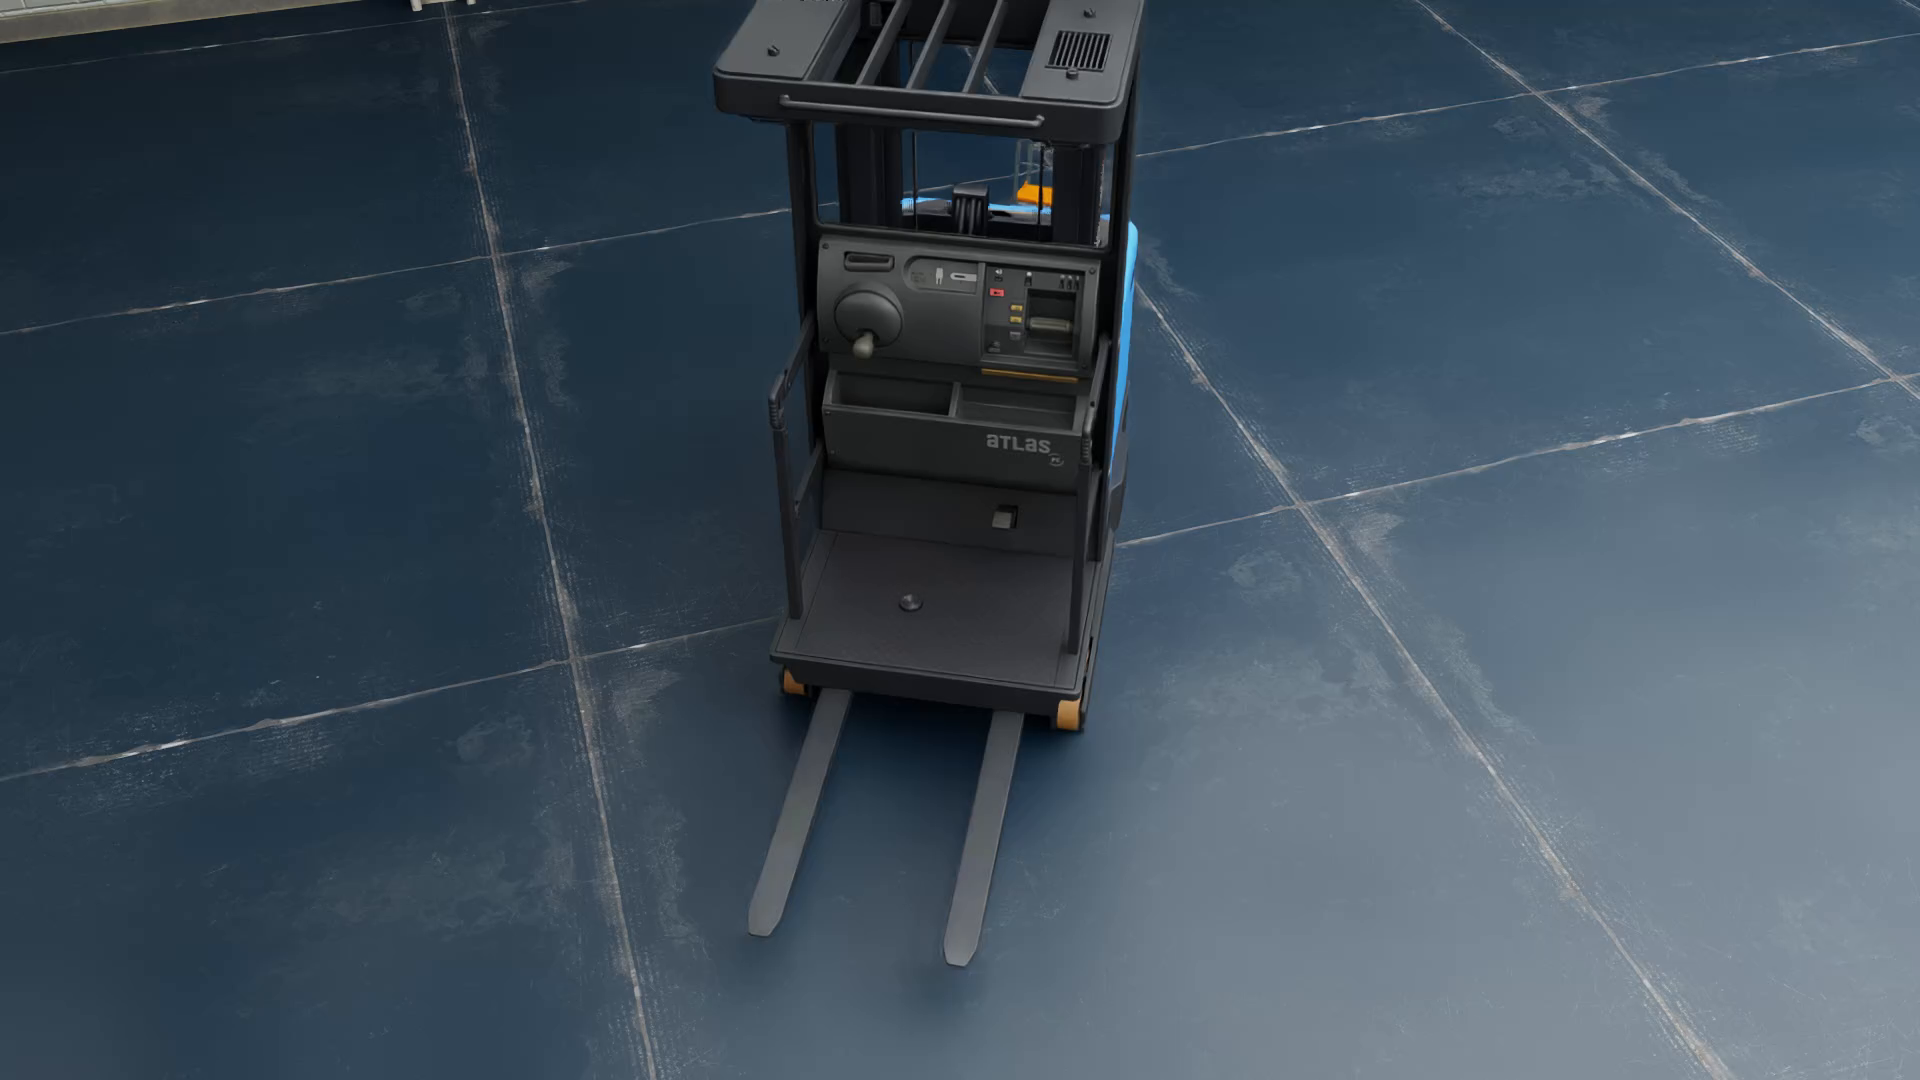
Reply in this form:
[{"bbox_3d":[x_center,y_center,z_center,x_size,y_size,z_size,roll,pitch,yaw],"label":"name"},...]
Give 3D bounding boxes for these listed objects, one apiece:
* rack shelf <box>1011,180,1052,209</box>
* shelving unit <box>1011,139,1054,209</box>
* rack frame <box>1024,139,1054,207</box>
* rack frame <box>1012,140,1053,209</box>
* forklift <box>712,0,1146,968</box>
[{"bbox_3d":[0.361,-1.408,6.965,0.258,0.103,0.180,13,34,14],"label":"rack shelf"},{"bbox_3d":[0.345,-1.143,7.134,0.258,1.200,0.189,13,34,14],"label":"shelving unit"},{"bbox_3d":[0.374,-1.188,7.208,0.240,1.200,0.006,13,34,14],"label":"rack frame"},{"bbox_3d":[0.315,-1.097,7.061,0.240,1.200,0.006,13,34,14],"label":"rack frame"},{"bbox_3d":[-0.047,-0.683,5.304,1.130,2.935,3.031,7,42,8],"label":"forklift"}]
